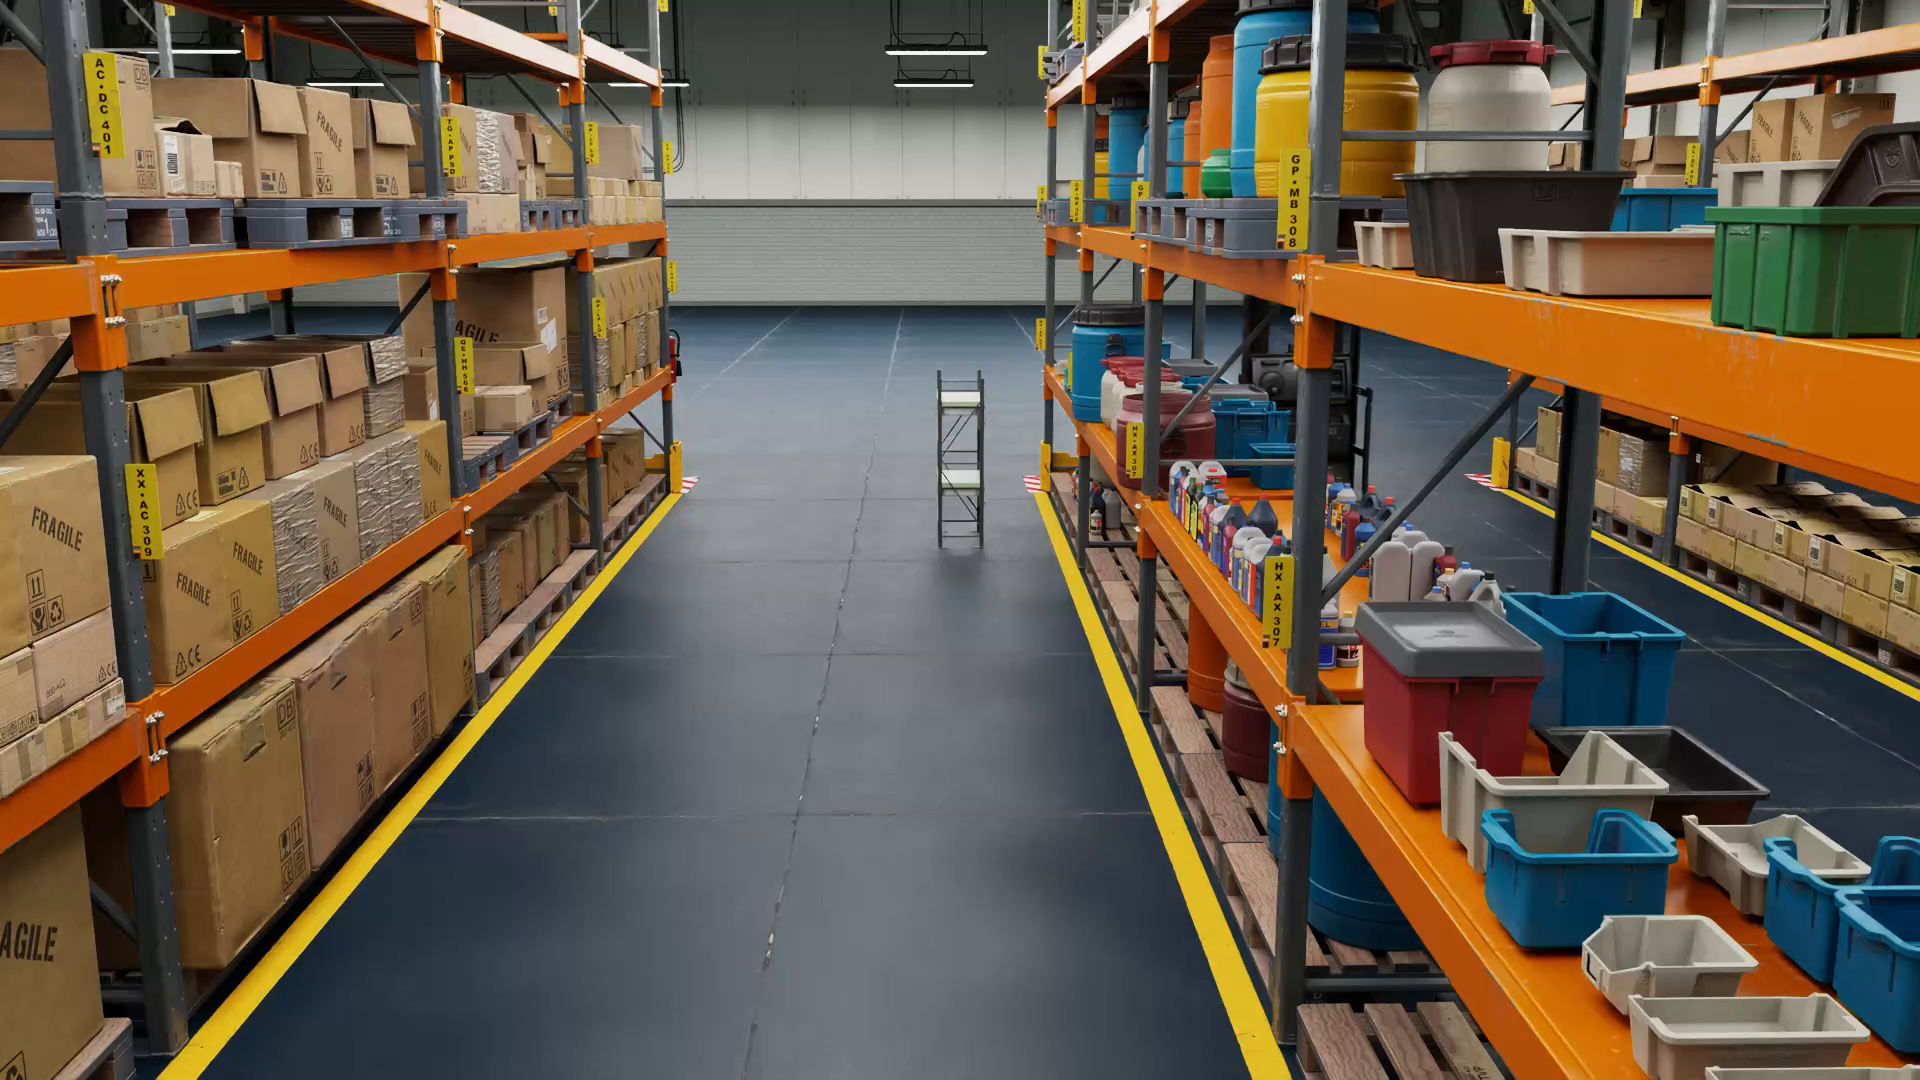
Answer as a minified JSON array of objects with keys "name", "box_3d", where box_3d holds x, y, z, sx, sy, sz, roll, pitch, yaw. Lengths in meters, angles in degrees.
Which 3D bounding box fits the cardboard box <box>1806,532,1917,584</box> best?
[{"name":"cardboard box","box_3d":[6.237,0.096,11.488,0.500,0.311,0.500,0,11,-2]}]

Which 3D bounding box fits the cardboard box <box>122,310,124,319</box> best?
[{"name":"cardboard box","box_3d":[-8.563,-2.322,15.866,0.875,0.550,0.550,0,11,-1]}]

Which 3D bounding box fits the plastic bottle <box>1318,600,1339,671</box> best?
[{"name":"plastic bottle","box_3d":[1.318,0.335,6.177,0.152,0.276,0.135,0,11,-1]}]

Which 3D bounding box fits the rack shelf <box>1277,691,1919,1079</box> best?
[{"name":"rack shelf","box_3d":[1.691,1.101,3.896,1.077,0.370,4.000,0,11,-1]}]

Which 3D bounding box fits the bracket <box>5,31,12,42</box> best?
[{"name":"bracket","box_3d":[-19.333,-10.176,33.533,0.235,0.232,0.430,0,11,-1]}]

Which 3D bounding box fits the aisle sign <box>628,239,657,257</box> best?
[{"name":"aisle sign","box_3d":[-3.252,-3.302,17.251,0.394,0.787,0.004,0,11,-1]}]

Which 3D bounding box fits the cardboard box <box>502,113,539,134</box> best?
[{"name":"cardboard box","box_3d":[-3.732,-3.217,13.571,0.500,0.500,0.500,-1,11,-3]}]

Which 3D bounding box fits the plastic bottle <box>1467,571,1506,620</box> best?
[{"name":"plastic bottle","box_3d":[1.965,0.296,6.181,0.144,0.351,0.185,0,11,-1]}]

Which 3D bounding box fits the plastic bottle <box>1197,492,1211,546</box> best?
[{"name":"plastic bottle","box_3d":[1.245,-0.106,8.362,0.097,0.271,0.097,0,11,0]}]

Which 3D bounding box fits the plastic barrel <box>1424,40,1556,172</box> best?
[{"name":"plastic barrel","box_3d":[1.889,-1.497,5.952,0.433,0.535,0.433,0,11,0]}]

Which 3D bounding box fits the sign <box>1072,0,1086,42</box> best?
[{"name":"sign","box_3d":[0.934,-4.077,13.047,0.100,0.325,0.005,0,11,-1]}]

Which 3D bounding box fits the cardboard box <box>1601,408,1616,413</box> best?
[{"name":"cardboard box","box_3d":[6.662,-1.174,17.277,0.500,0.500,0.500,0,11,-1]}]

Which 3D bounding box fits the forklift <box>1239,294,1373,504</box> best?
[{"name":"forklift","box_3d":[3.178,-1.521,15.186,1.130,2.935,3.031,-1,11,-4]}]

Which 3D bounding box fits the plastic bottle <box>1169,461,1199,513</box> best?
[{"name":"plastic bottle","box_3d":[1.252,-0.296,9.286,0.152,0.276,0.135,0,11,-1]}]

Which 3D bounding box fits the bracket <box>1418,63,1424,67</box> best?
[{"name":"bracket","box_3d":[11.273,-12.011,42.577,0.076,0.066,4.783,0,11,-1]}]

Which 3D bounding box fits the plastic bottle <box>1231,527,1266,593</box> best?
[{"name":"plastic bottle","box_3d":[1.293,0.089,7.388,0.152,0.276,0.135,0,11,-1]}]

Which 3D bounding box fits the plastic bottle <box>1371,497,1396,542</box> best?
[{"name":"plastic bottle","box_3d":[1.993,-0.019,7.733,0.144,0.351,0.185,0,11,-1]}]

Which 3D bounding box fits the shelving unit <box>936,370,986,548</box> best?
[{"name":"shelving unit","box_3d":[0.000,-0.736,14.917,0.431,1.500,0.755,0,11,-1]}]

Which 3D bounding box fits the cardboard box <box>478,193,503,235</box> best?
[{"name":"cardboard box","box_3d":[-3.151,-2.017,10.289,0.500,0.250,0.500,0,11,0]}]

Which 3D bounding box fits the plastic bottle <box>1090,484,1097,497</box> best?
[{"name":"plastic bottle","box_3d":[1.179,-0.322,14.656,0.144,0.351,0.185,-1,11,-4]}]

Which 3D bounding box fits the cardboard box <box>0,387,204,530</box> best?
[{"name":"cardboard box","box_3d":[-3.324,-0.296,6.200,0.797,0.503,0.637,-1,11,-3]}]

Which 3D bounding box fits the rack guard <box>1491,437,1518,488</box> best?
[{"name":"rack guard","box_3d":[6.353,-0.834,17.911,1.175,0.500,0.348,0,11,-1]}]

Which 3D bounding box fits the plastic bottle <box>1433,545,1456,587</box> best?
[{"name":"plastic bottle","box_3d":[2.050,0.157,7.034,0.061,0.283,0.133,0,11,-1]}]

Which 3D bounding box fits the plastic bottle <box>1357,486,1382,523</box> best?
[{"name":"plastic bottle","box_3d":[1.987,-0.082,8.044,0.144,0.351,0.185,0,11,-1]}]

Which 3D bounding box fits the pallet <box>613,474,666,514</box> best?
[{"name":"pallet","box_3d":[-3.567,-0.471,16.848,1.003,0.211,1.213,0,11,-1]}]

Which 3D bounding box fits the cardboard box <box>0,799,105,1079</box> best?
[{"name":"cardboard box","box_3d":[-3.369,1.338,5.205,0.875,0.875,0.875,0,11,-1]}]

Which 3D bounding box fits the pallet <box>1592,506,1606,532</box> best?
[{"name":"pallet","box_3d":[6.434,-0.294,15.975,1.003,0.211,1.213,0,11,-1]}]

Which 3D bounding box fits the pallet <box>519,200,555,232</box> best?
[{"name":"pallet","box_3d":[-3.537,-2.268,11.620,1.213,0.211,1.003,0,11,-1]}]

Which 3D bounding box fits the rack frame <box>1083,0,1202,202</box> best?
[{"name":"rack frame","box_3d":[1.484,-4.179,13.027,1.000,3.000,0.127,0,11,-1]}]

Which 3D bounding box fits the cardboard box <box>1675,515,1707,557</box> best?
[{"name":"cardboard box","box_3d":[6.197,-0.036,13.551,0.500,0.250,0.500,-1,11,-3]}]

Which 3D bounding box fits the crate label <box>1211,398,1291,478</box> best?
[{"name":"crate label","box_3d":[1.817,-0.660,10.679,0.502,0.435,0.616,0,11,-1]}]

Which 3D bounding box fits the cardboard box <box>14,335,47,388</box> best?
[{"name":"cardboard box","box_3d":[-8.482,-1.475,14.406,0.875,0.550,0.550,0,11,-1]}]

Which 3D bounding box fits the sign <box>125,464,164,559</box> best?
[{"name":"sign","box_3d":[-2.748,-0.094,5.603,0.100,0.325,0.005,0,11,-1]}]

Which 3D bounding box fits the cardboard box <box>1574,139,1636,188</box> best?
[{"name":"cardboard box","box_3d":[6.115,-3.516,15.643,0.500,0.500,0.500,0,11,-1]}]

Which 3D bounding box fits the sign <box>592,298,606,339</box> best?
[{"name":"sign","box_3d":[-2.913,-1.789,13.423,0.100,0.325,0.005,0,11,-1]}]

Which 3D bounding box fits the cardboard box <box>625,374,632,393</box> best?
[{"name":"cardboard box","box_3d":[-3.216,-1.438,15.234,0.380,0.149,0.250,0,11,-1]}]

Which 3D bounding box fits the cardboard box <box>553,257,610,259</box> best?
[{"name":"cardboard box","box_3d":[-3.812,-2.588,16.759,0.500,0.500,0.500,0,11,-1]}]

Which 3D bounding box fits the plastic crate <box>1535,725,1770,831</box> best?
[{"name":"plastic crate","box_3d":[1.941,0.678,4.715,0.437,0.125,0.590,0,11,-1]}]

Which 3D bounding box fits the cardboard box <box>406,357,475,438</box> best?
[{"name":"cardboard box","box_3d":[-3.548,-0.896,10.625,0.700,0.500,0.500,1,12,7]}]

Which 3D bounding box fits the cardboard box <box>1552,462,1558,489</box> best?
[{"name":"cardboard box","box_3d":[6.166,-0.606,16.361,0.500,0.250,0.500,0,11,-1]}]

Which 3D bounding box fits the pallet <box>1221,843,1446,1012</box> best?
[{"name":"pallet","box_3d":[1.675,1.564,6.819,1.003,0.211,1.213,0,11,-1]}]

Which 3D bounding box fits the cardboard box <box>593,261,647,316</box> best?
[{"name":"cardboard box","box_3d":[-3.268,-2.392,15.790,0.500,0.500,0.500,0,11,-1]}]

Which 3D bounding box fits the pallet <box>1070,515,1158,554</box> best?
[{"name":"pallet","box_3d":[1.512,-0.006,14.559,1.003,0.211,1.213,0,11,-1]}]

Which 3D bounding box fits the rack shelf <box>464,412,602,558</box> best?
[{"name":"rack shelf","box_3d":[-3.427,-0.469,11.635,1.077,0.370,4.000,0,11,-1]}]

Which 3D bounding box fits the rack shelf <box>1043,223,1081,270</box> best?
[{"name":"rack shelf","box_3d":[1.443,-2.754,15.356,1.077,0.370,4.000,0,11,-1]}]

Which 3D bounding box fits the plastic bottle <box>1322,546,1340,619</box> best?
[{"name":"plastic bottle","box_3d":[1.447,0.193,6.686,0.144,0.351,0.185,0,11,-1]}]

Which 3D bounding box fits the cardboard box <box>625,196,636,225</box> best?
[{"name":"cardboard box","box_3d":[-3.256,-3.015,15.207,0.500,0.250,0.500,0,11,-2]}]

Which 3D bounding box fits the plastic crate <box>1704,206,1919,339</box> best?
[{"name":"plastic crate","box_3d":[1.426,-0.415,2.549,0.450,0.188,0.336,0,11,-1]}]

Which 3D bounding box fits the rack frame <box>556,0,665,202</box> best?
[{"name":"rack frame","box_3d":[-3.550,-4.954,16.846,1.000,3.000,0.127,0,11,-1]}]

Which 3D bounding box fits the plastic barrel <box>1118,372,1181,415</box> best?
[{"name":"plastic barrel","box_3d":[1.309,-0.883,11.525,0.433,0.535,0.433,0,11,0]}]

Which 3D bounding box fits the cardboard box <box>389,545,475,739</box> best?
[{"name":"cardboard box","box_3d":[-3.392,0.549,9.096,1.225,0.875,0.875,-1,11,-4]}]

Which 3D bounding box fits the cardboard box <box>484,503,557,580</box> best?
[{"name":"cardboard box","box_3d":[-3.486,0.008,12.658,0.700,0.500,0.500,0,11,-2]}]

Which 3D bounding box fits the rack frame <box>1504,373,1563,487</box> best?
[{"name":"rack frame","box_3d":[6.354,-2.054,17.639,1.000,3.000,0.127,0,11,-1]}]

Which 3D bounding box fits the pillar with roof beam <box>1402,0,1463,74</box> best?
[{"name":"pillar with roof beam","box_3d":[7.386,-9.633,39.907,9.100,9.000,0.548,0,11,-1]}]

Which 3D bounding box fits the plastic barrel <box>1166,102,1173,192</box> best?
[{"name":"plastic barrel","box_3d":[1.725,-2.725,12.140,0.600,0.901,0.600,0,11,0]}]

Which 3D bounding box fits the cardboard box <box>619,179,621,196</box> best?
[{"name":"cardboard box","box_3d":[-3.231,-3.136,14.802,0.380,0.149,0.250,0,11,-2]}]
